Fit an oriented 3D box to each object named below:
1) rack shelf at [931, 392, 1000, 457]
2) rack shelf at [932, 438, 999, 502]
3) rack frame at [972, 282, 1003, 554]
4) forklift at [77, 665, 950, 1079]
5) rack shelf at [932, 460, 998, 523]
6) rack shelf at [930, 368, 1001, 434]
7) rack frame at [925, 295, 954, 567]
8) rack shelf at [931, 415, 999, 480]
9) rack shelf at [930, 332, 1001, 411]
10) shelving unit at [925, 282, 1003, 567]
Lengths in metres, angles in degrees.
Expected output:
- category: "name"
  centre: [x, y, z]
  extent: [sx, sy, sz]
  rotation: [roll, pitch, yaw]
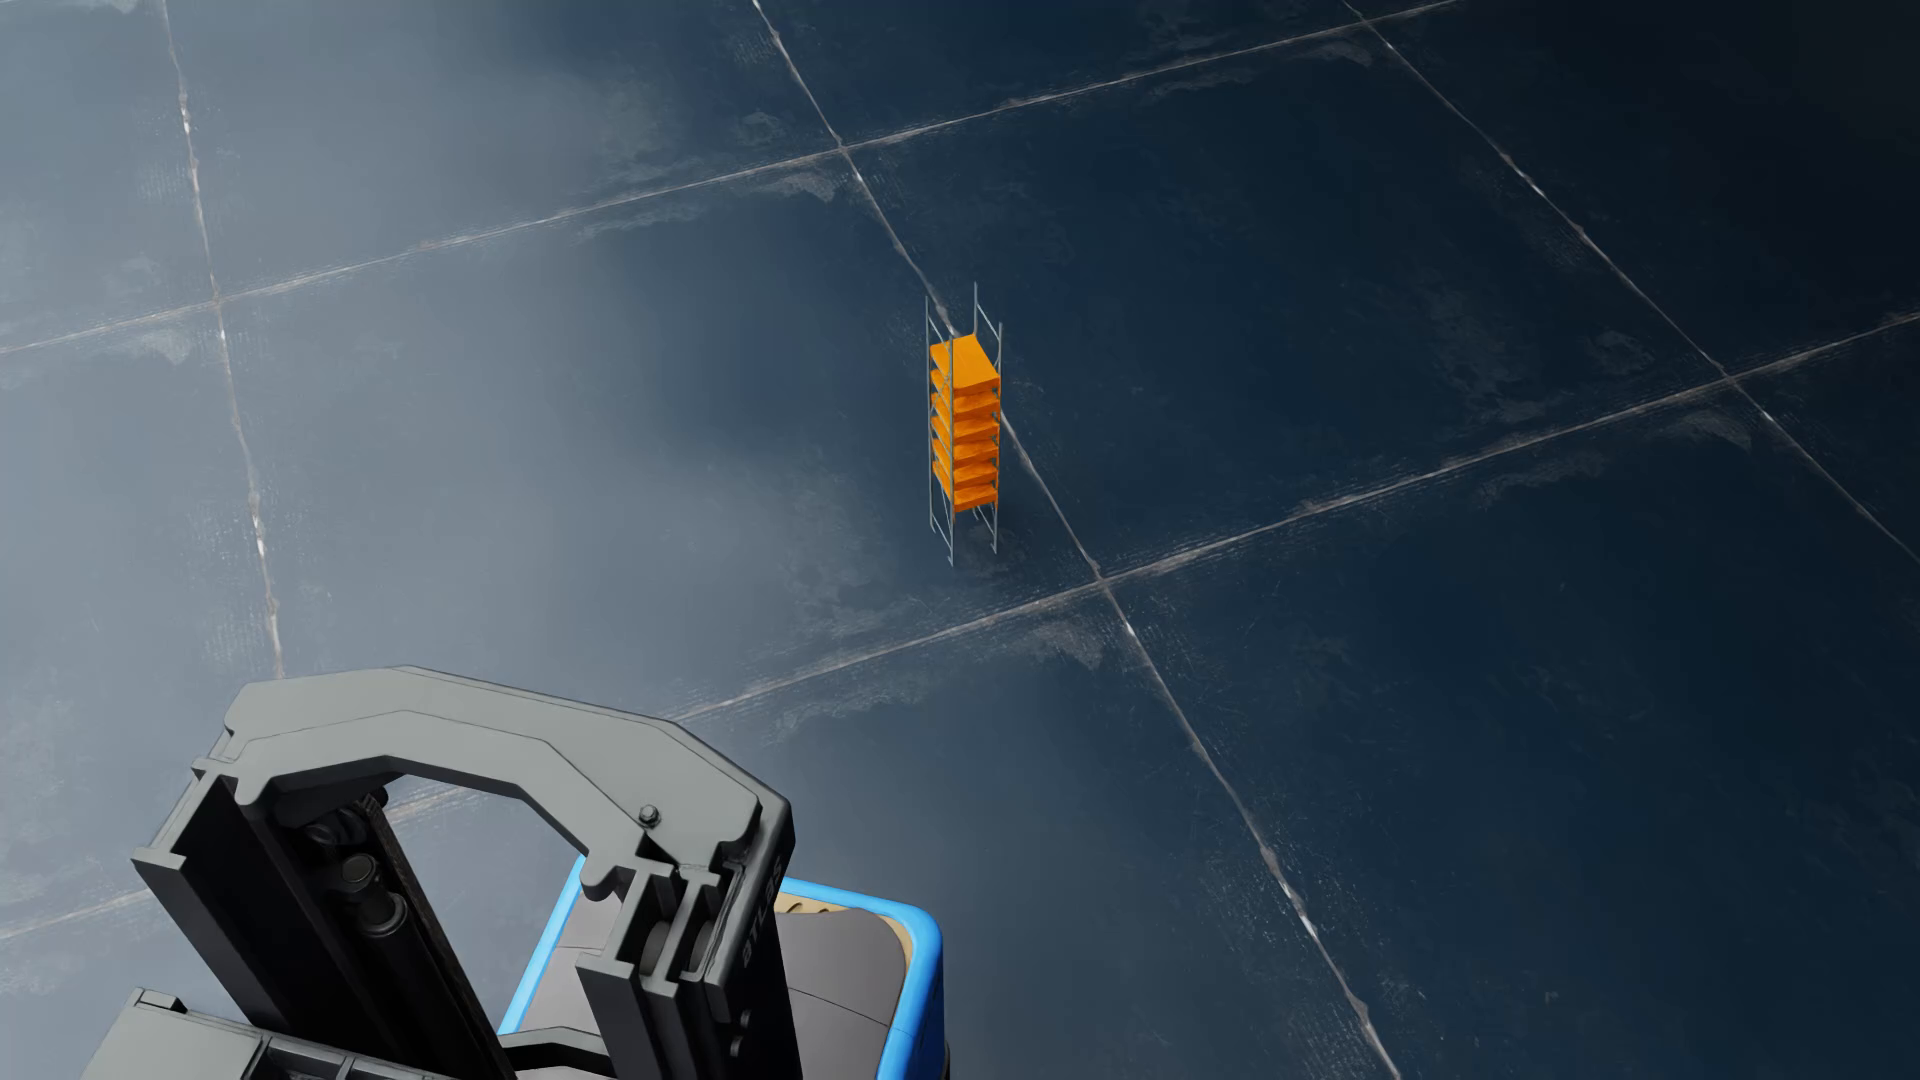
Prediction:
- category: "rack shelf"
  centre: [0.013, -0.444, 6.082]
  extent: [0.180, 0.103, 0.258]
  rotation: [-17, 52, -14]
- category: "rack shelf"
  centre: [0.013, -0.288, 6.264]
  extent: [0.180, 0.103, 0.258]
  rotation: [-17, 52, -14]
- category: "rack frame"
  centre: [0.098, -0.421, 6.162]
  extent: [0.006, 1.200, 0.240]
  rotation: [-17, 52, -14]
- category: "forklift"
  centre: [-0.886, 1.716, 3.185]
  extent: [1.130, 2.935, 3.031]
  rotation: [11, 50, 9]
- category: "rack shelf"
  centre: [0.013, -0.210, 6.355]
  extent: [0.180, 0.103, 0.258]
  rotation: [-17, 52, -14]
- category: "rack shelf"
  centre: [0.013, -0.522, 5.991]
  extent: [0.180, 0.103, 0.258]
  rotation: [-17, 52, -14]
- category: "rack frame"
  centre: [-0.071, -0.369, 6.117]
  extent: [0.006, 1.200, 0.240]
  rotation: [-17, 52, -14]
- category: "rack shelf"
  centre: [0.013, -0.366, 6.173]
  extent: [0.180, 0.103, 0.258]
  rotation: [-17, 52, -14]
- category: "rack shelf"
  centre: [0.013, -0.601, 5.900]
  extent: [0.180, 0.103, 0.258]
  rotation: [-17, 52, -14]
- category: "shelving unit"
  centre: [0.013, -0.395, 6.139]
  extent: [0.189, 1.200, 0.258]
  rotation: [-17, 52, -14]
